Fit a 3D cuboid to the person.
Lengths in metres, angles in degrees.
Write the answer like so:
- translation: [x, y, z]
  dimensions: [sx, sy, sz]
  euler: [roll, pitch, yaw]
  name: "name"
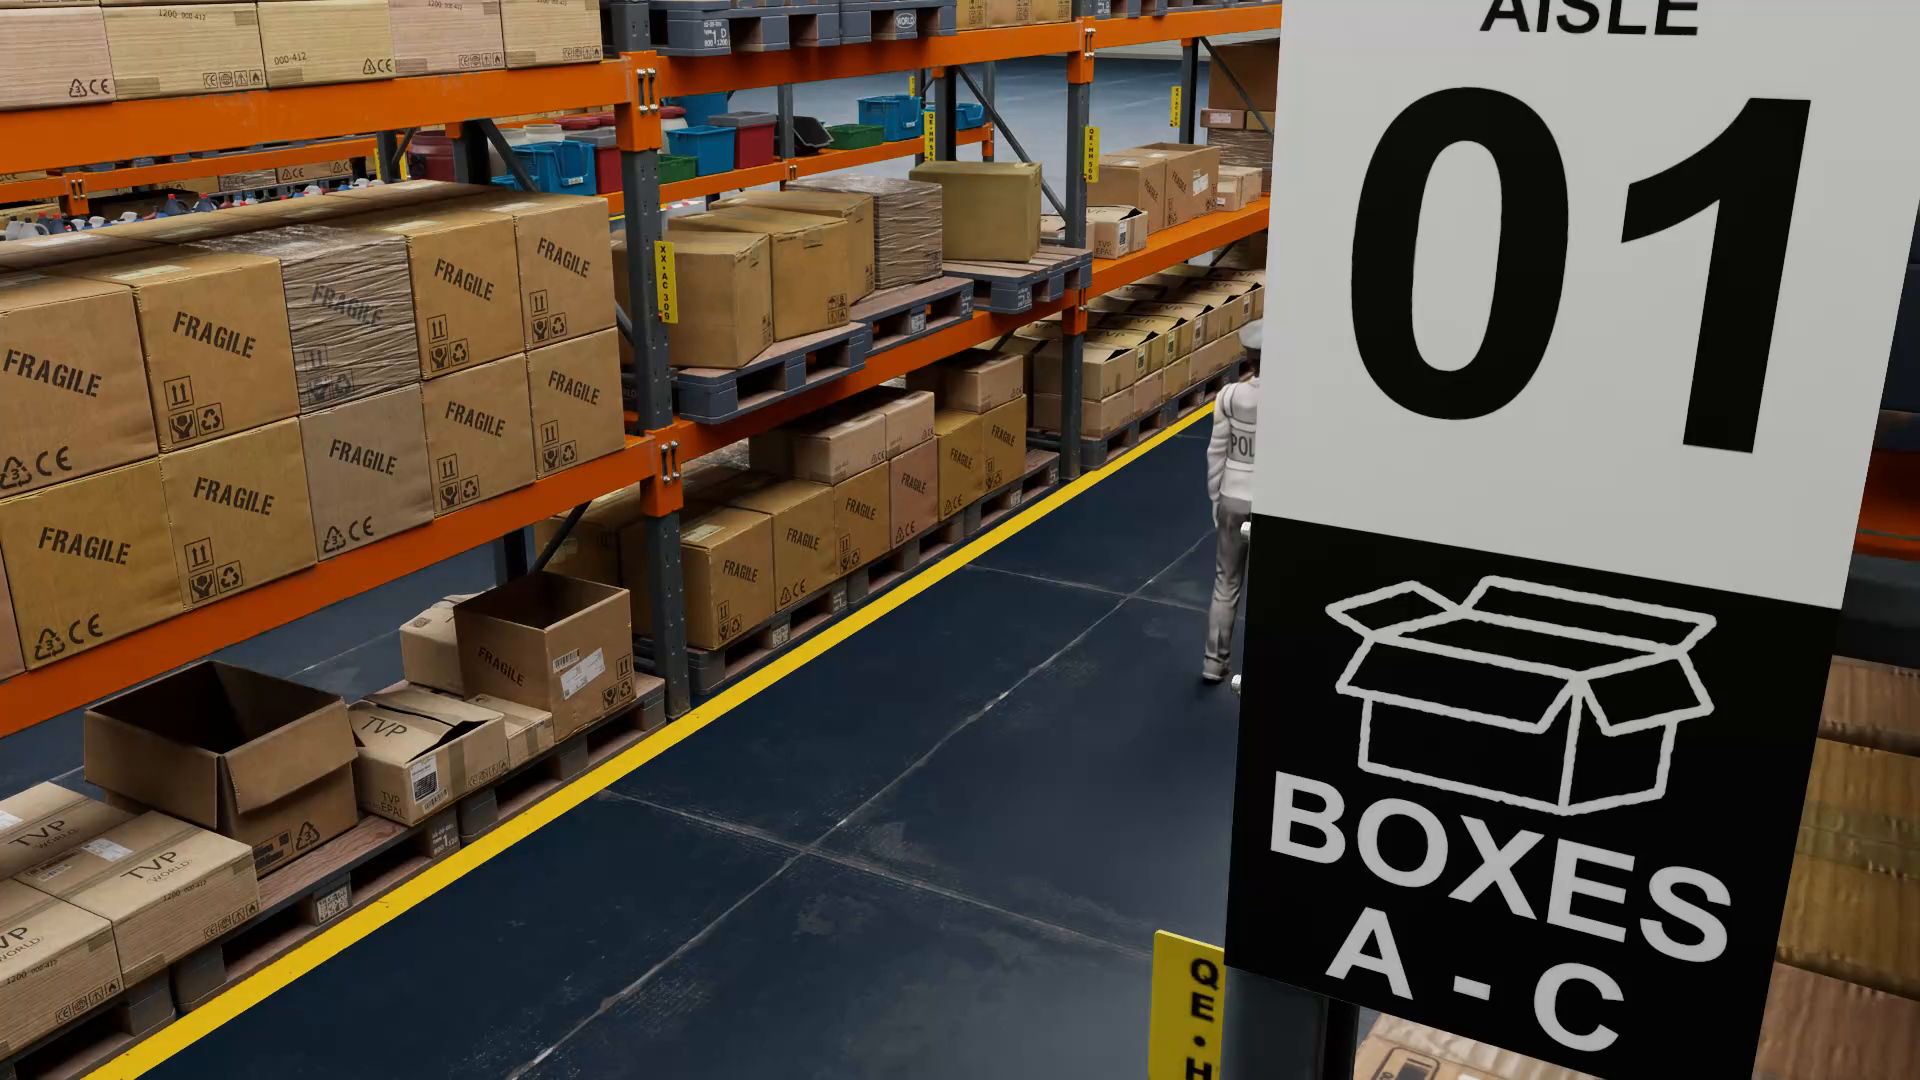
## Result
- translation: [1.336, -0.139, 7.463]
  dimensions: [0.474, 1.711, 0.338]
  euler: [11, 22, 29]
  name: "person"
